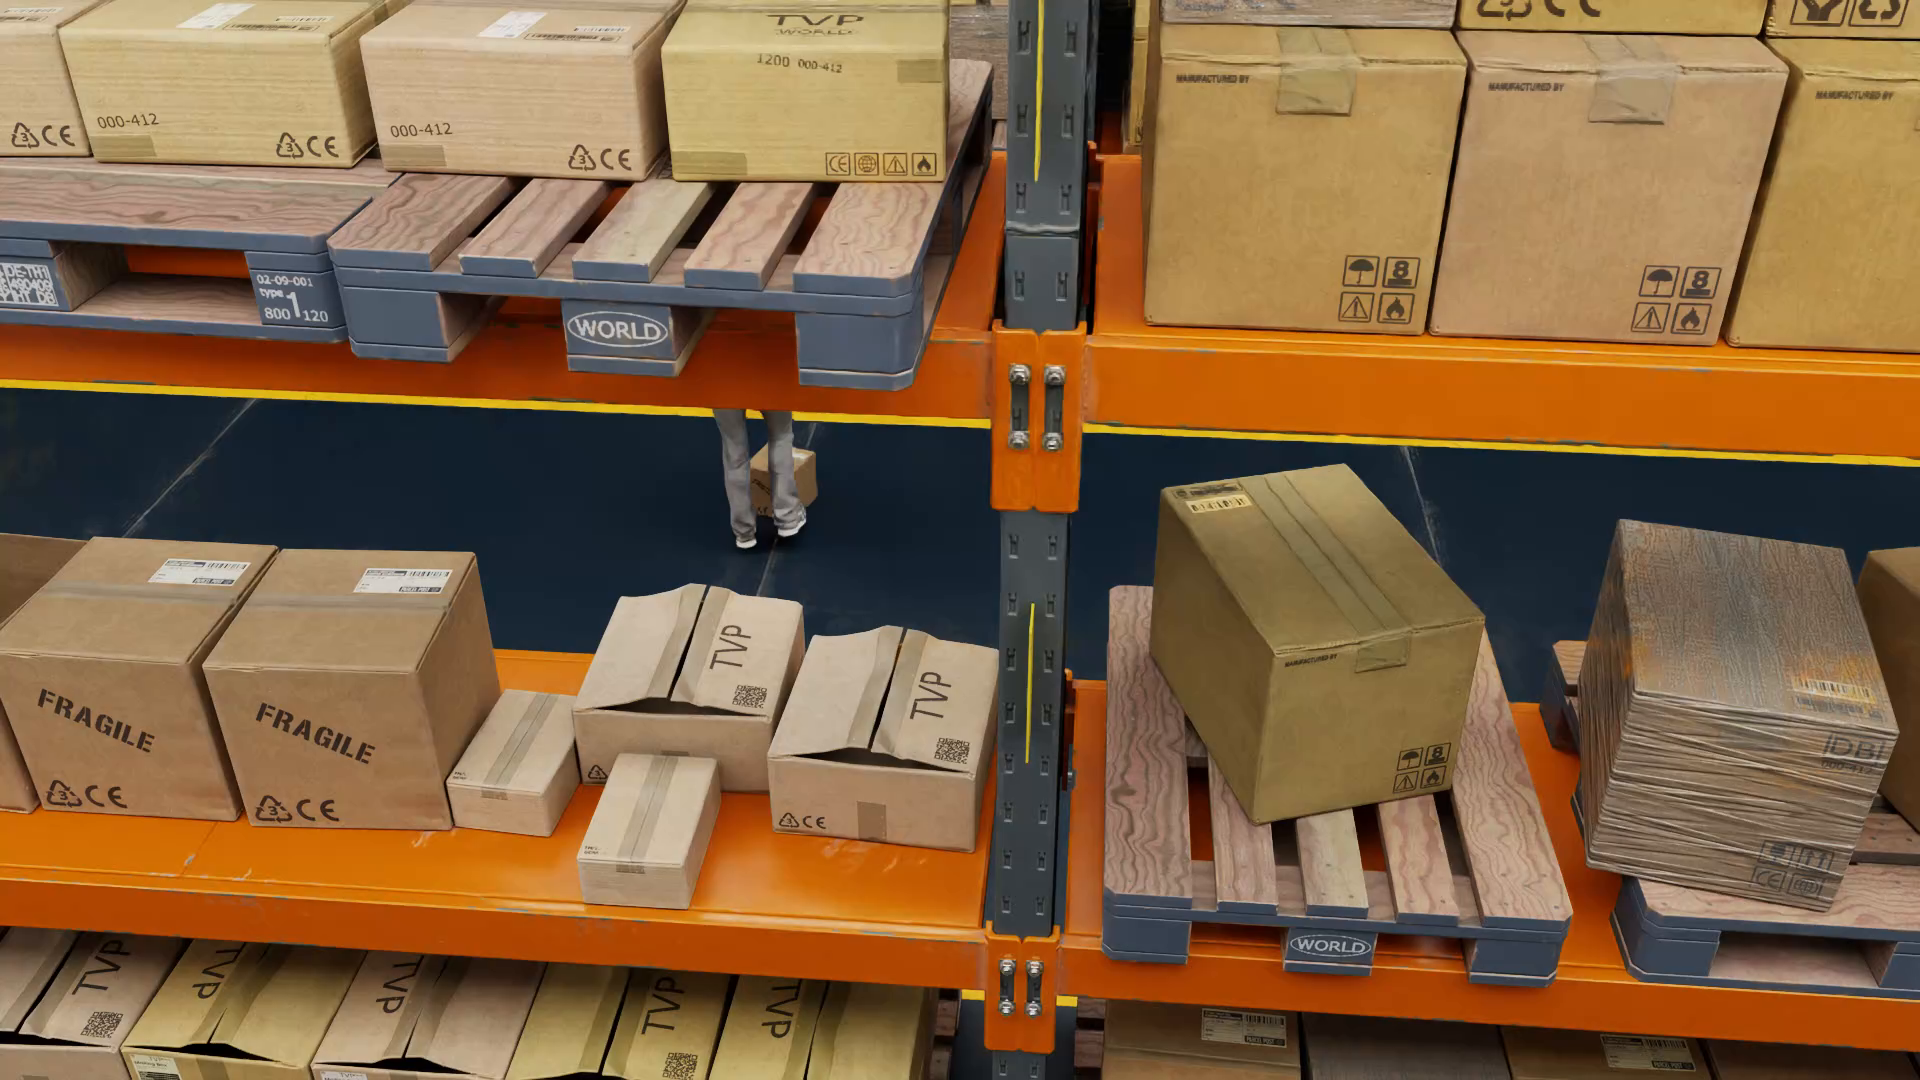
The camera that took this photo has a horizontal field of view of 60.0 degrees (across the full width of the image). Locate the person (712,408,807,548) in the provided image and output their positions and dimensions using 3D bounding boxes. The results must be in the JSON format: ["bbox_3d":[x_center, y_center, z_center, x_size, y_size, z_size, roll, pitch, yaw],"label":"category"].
[{"bbox_3d":[-0.923,-0.706,7.245,0.438,1.597,0.392,-2,32,-4],"label":"person"}]
